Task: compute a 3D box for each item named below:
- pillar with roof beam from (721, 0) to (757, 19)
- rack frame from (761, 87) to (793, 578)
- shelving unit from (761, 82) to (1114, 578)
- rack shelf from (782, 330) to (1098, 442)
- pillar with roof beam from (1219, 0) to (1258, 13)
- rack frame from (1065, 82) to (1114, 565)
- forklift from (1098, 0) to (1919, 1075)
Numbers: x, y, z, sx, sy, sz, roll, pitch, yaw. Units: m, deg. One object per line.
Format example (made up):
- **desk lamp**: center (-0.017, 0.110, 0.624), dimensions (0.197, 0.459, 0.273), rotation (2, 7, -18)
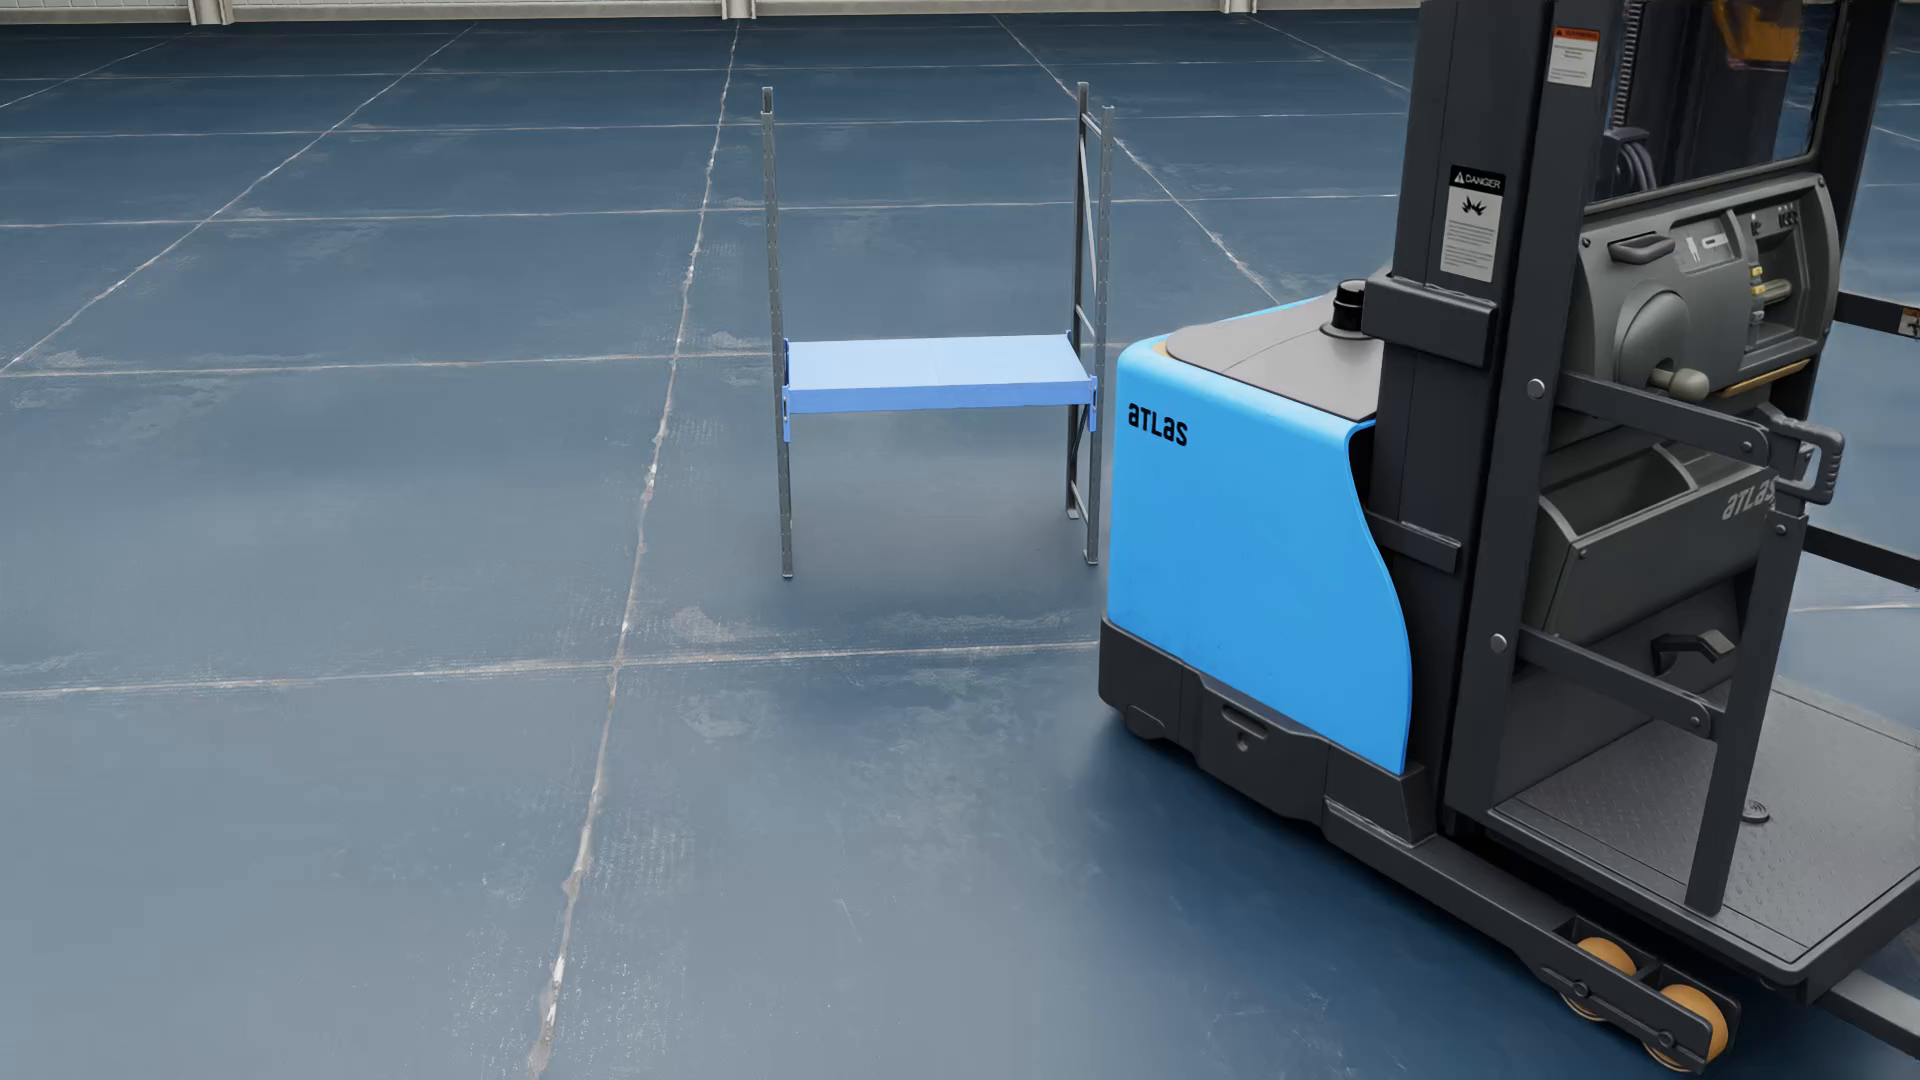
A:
- **pillar with roof beam**: center (13.065, -5.624, 7.324), dimensions (29.331, 9.000, 26.411), rotation (-2, 24, -5)
- **rack frame**: center (-0.591, -0.662, 5.392), dimensions (0.032, 1.500, 0.500), rotation (-2, 24, -5)
- **shelving unit**: center (-0.085, -0.682, 5.438), dimensions (1.048, 1.500, 0.538), rotation (-2, 24, -5)
- **rack shelf**: center (-0.085, -0.518, 5.511), dimensions (1.000, 0.185, 0.538), rotation (-2, 24, -5)
- **pillar with roof beam**: center (3.790, -8.785, 14.435), dimensions (0.400, 9.000, 9.100), rotation (-2, 24, -5)
- **rack frame**: center (0.421, -0.702, 5.483), dimensions (0.032, 1.500, 0.500), rotation (-2, 24, -5)
- **forklift**: center (1.679, -0.499, 3.265), dimensions (1.130, 2.935, 3.031), rotation (-17, 29, -34)
